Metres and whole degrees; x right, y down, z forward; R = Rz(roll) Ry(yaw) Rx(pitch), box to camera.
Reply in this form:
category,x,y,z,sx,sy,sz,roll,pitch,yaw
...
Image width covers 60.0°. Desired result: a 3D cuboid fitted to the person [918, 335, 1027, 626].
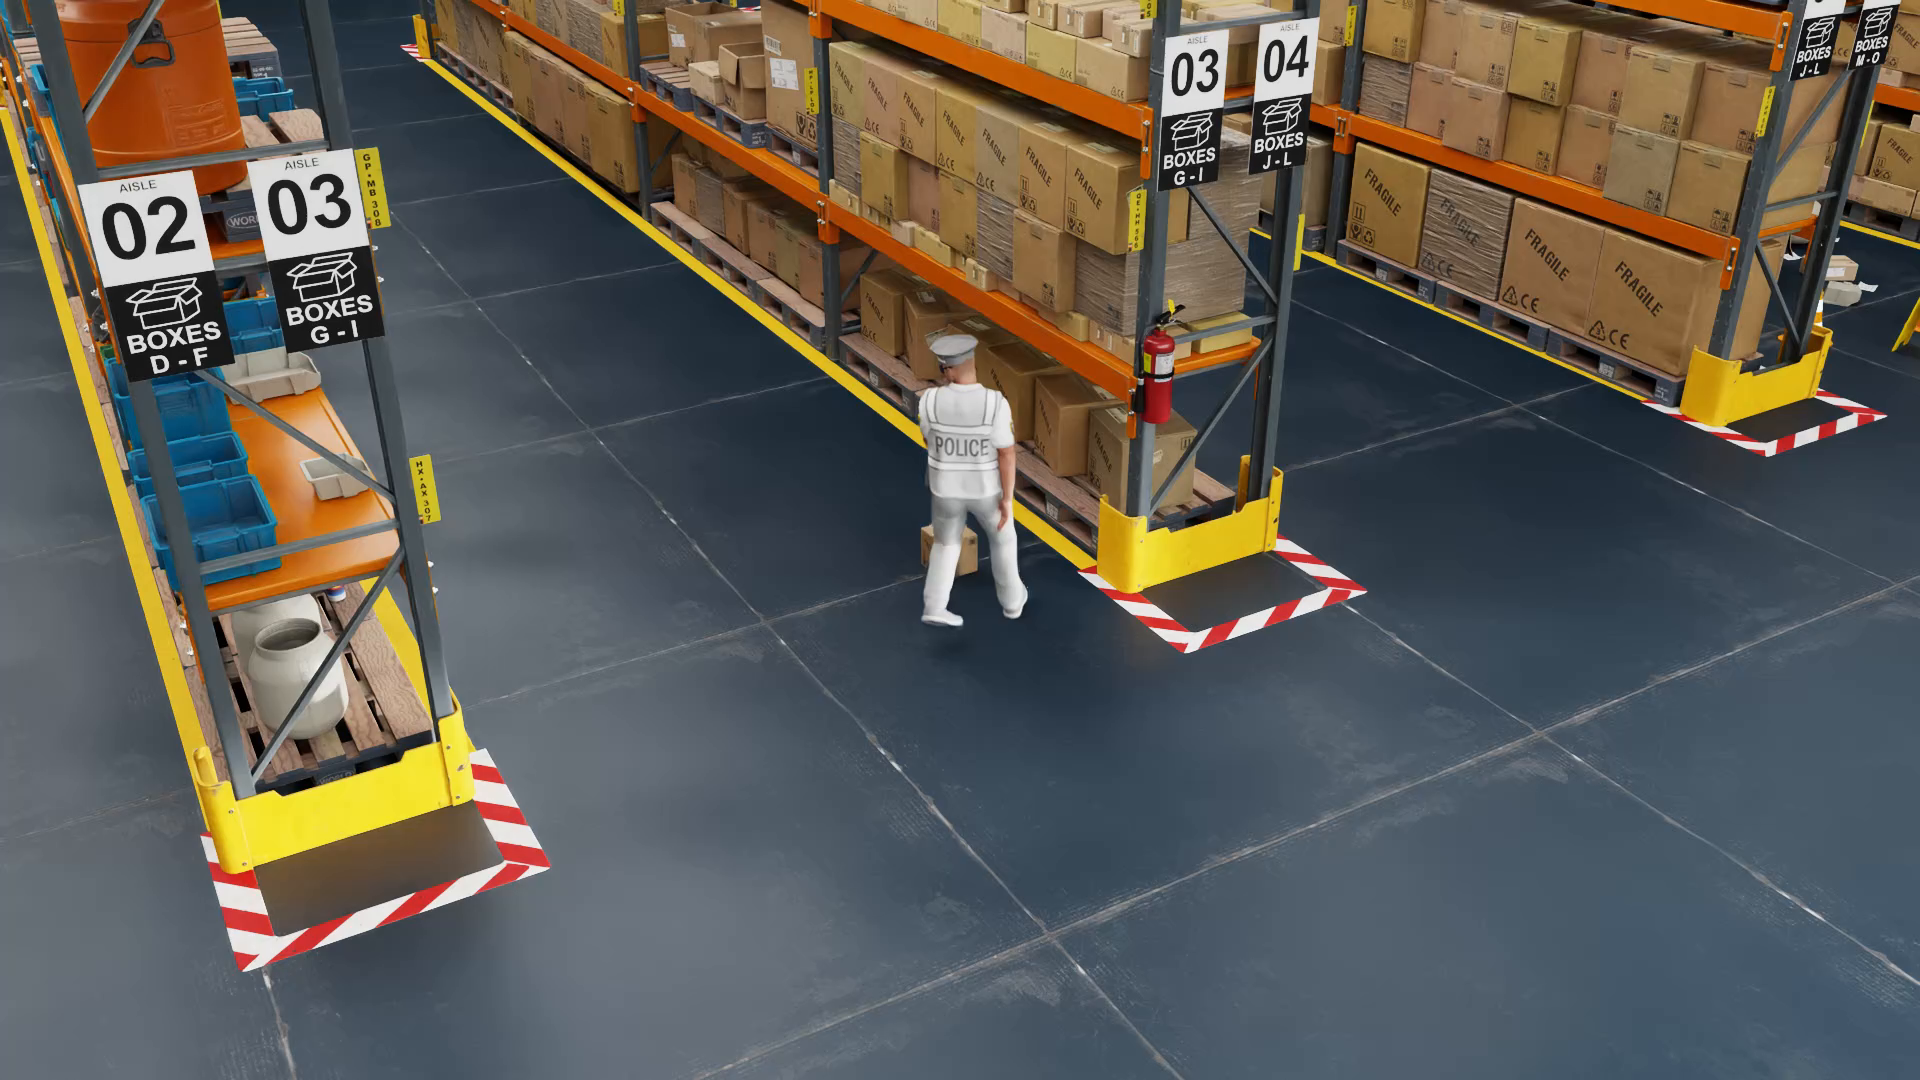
category,x,y,z,sx,sy,sz,roll,pitch,yaw
person,0.065,-0.292,9.093,0.587,1.708,0.737,4,29,7
